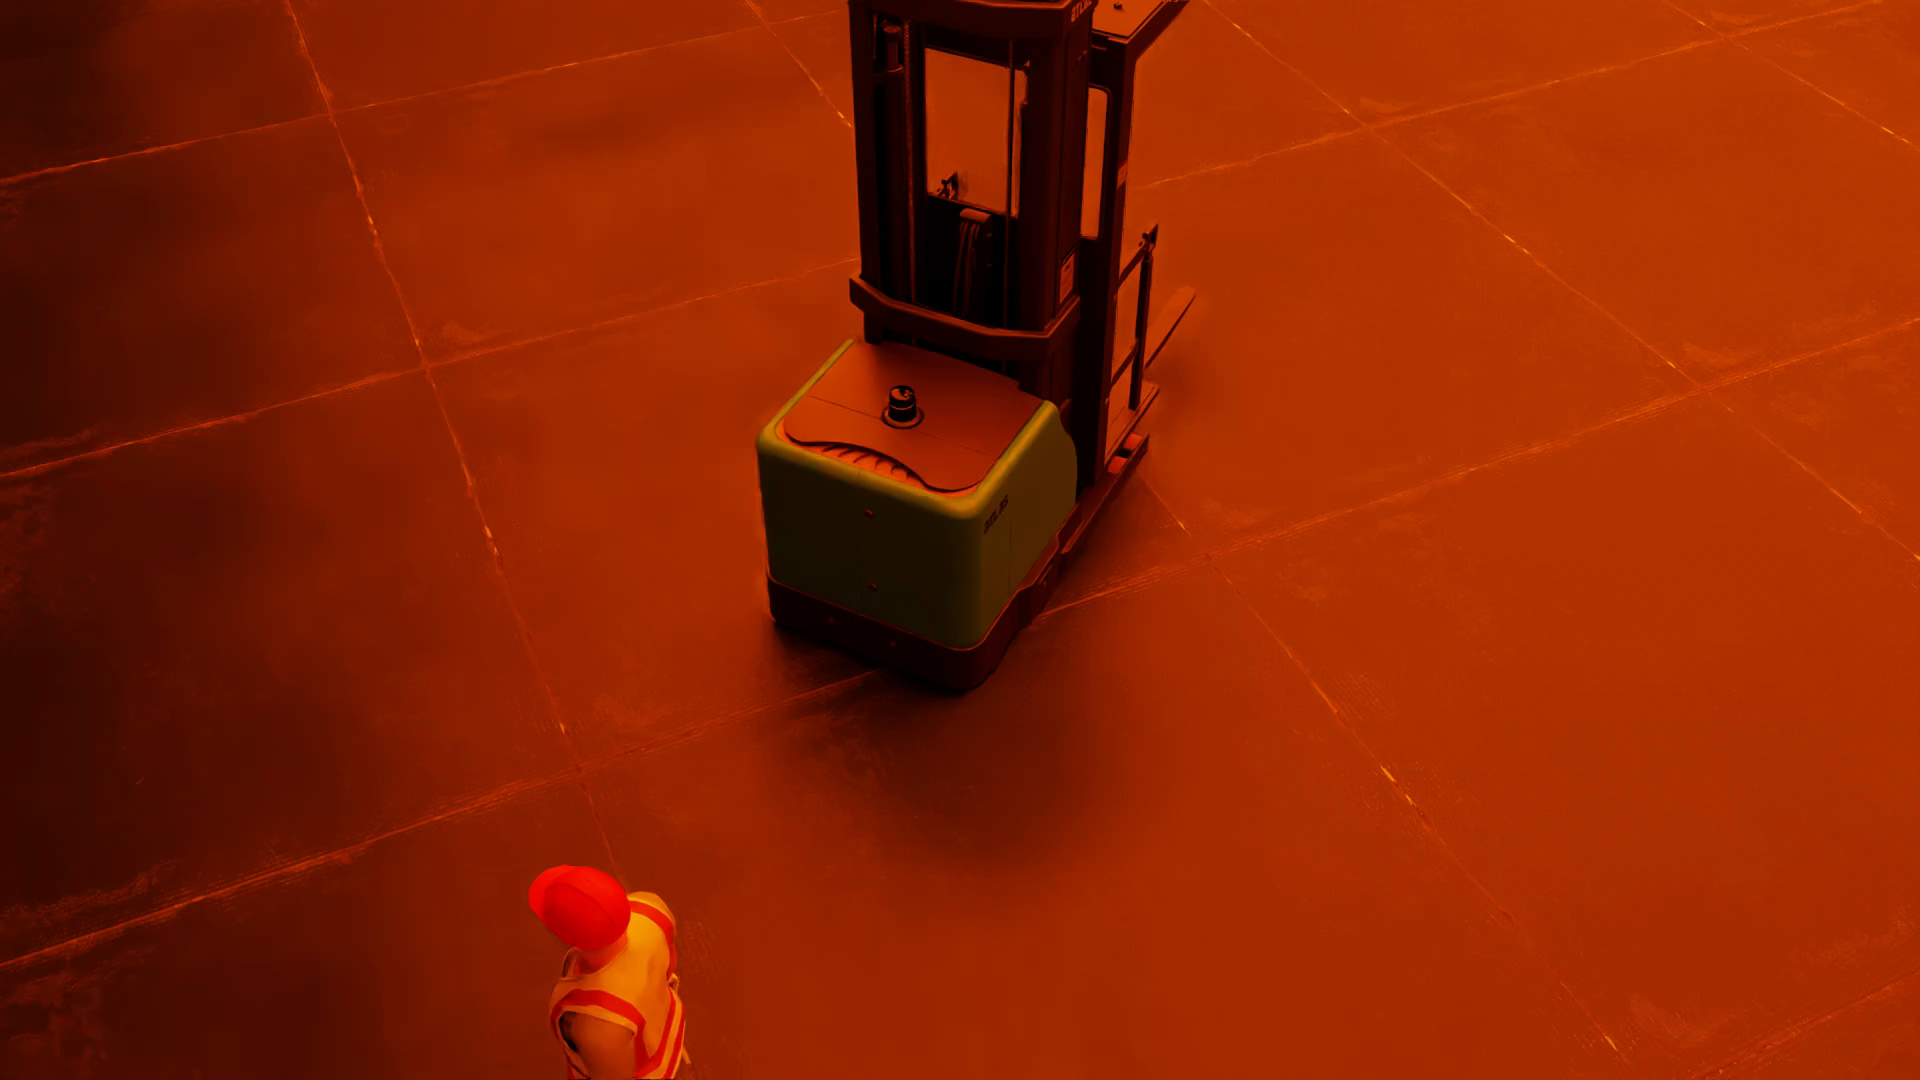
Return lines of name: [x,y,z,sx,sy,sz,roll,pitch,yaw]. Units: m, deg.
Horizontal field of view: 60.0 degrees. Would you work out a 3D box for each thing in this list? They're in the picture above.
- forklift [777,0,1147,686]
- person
forklift: [0.175,-1.472,7.257,1.130,2.935,3.031,12,44,12]
person: [-0.996,1.518,4.891,0.367,1.795,0.587,5,43,5]
